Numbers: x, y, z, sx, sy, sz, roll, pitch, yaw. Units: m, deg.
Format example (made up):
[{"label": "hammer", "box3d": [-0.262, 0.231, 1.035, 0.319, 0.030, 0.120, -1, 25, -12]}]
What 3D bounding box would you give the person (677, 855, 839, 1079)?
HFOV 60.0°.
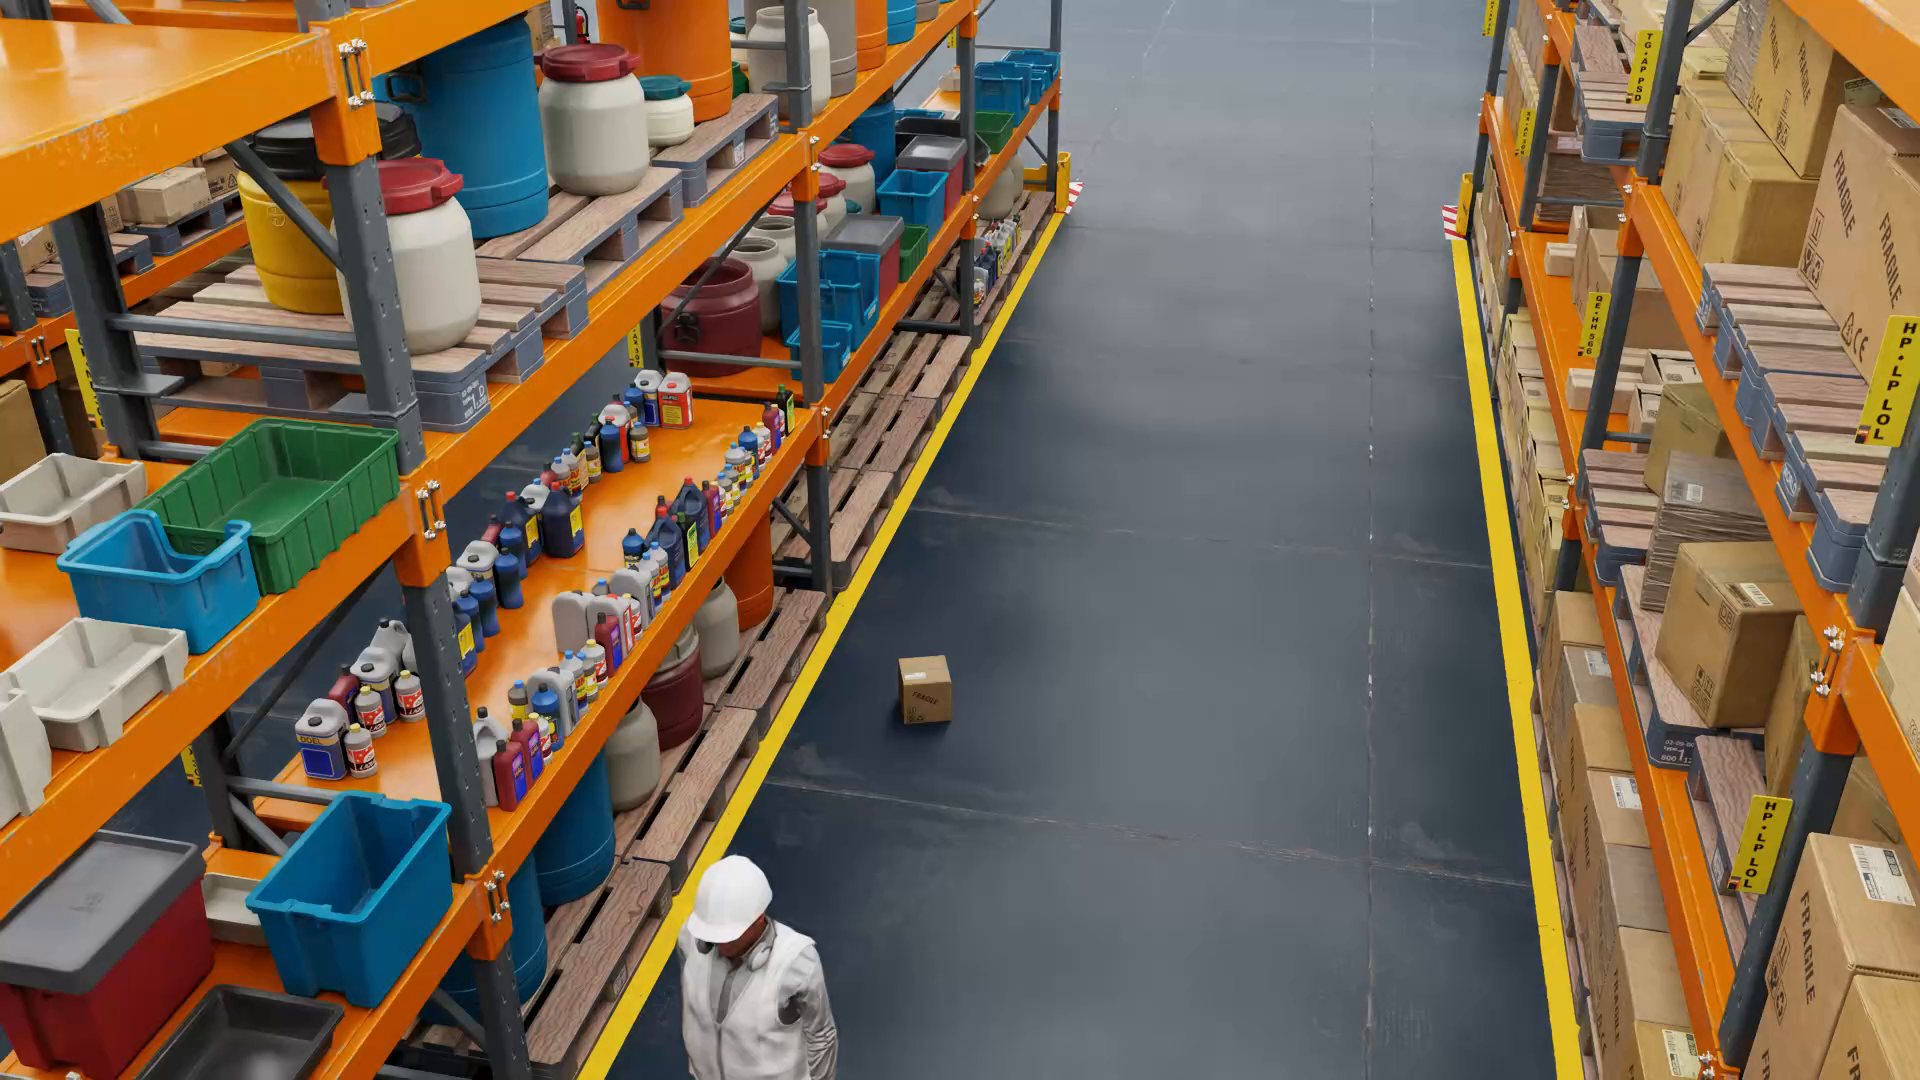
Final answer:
[{"label": "person", "box3d": [-0.653, 1.700, 5.426, 0.573, 1.763, 0.514, 12, 31, 20]}]
